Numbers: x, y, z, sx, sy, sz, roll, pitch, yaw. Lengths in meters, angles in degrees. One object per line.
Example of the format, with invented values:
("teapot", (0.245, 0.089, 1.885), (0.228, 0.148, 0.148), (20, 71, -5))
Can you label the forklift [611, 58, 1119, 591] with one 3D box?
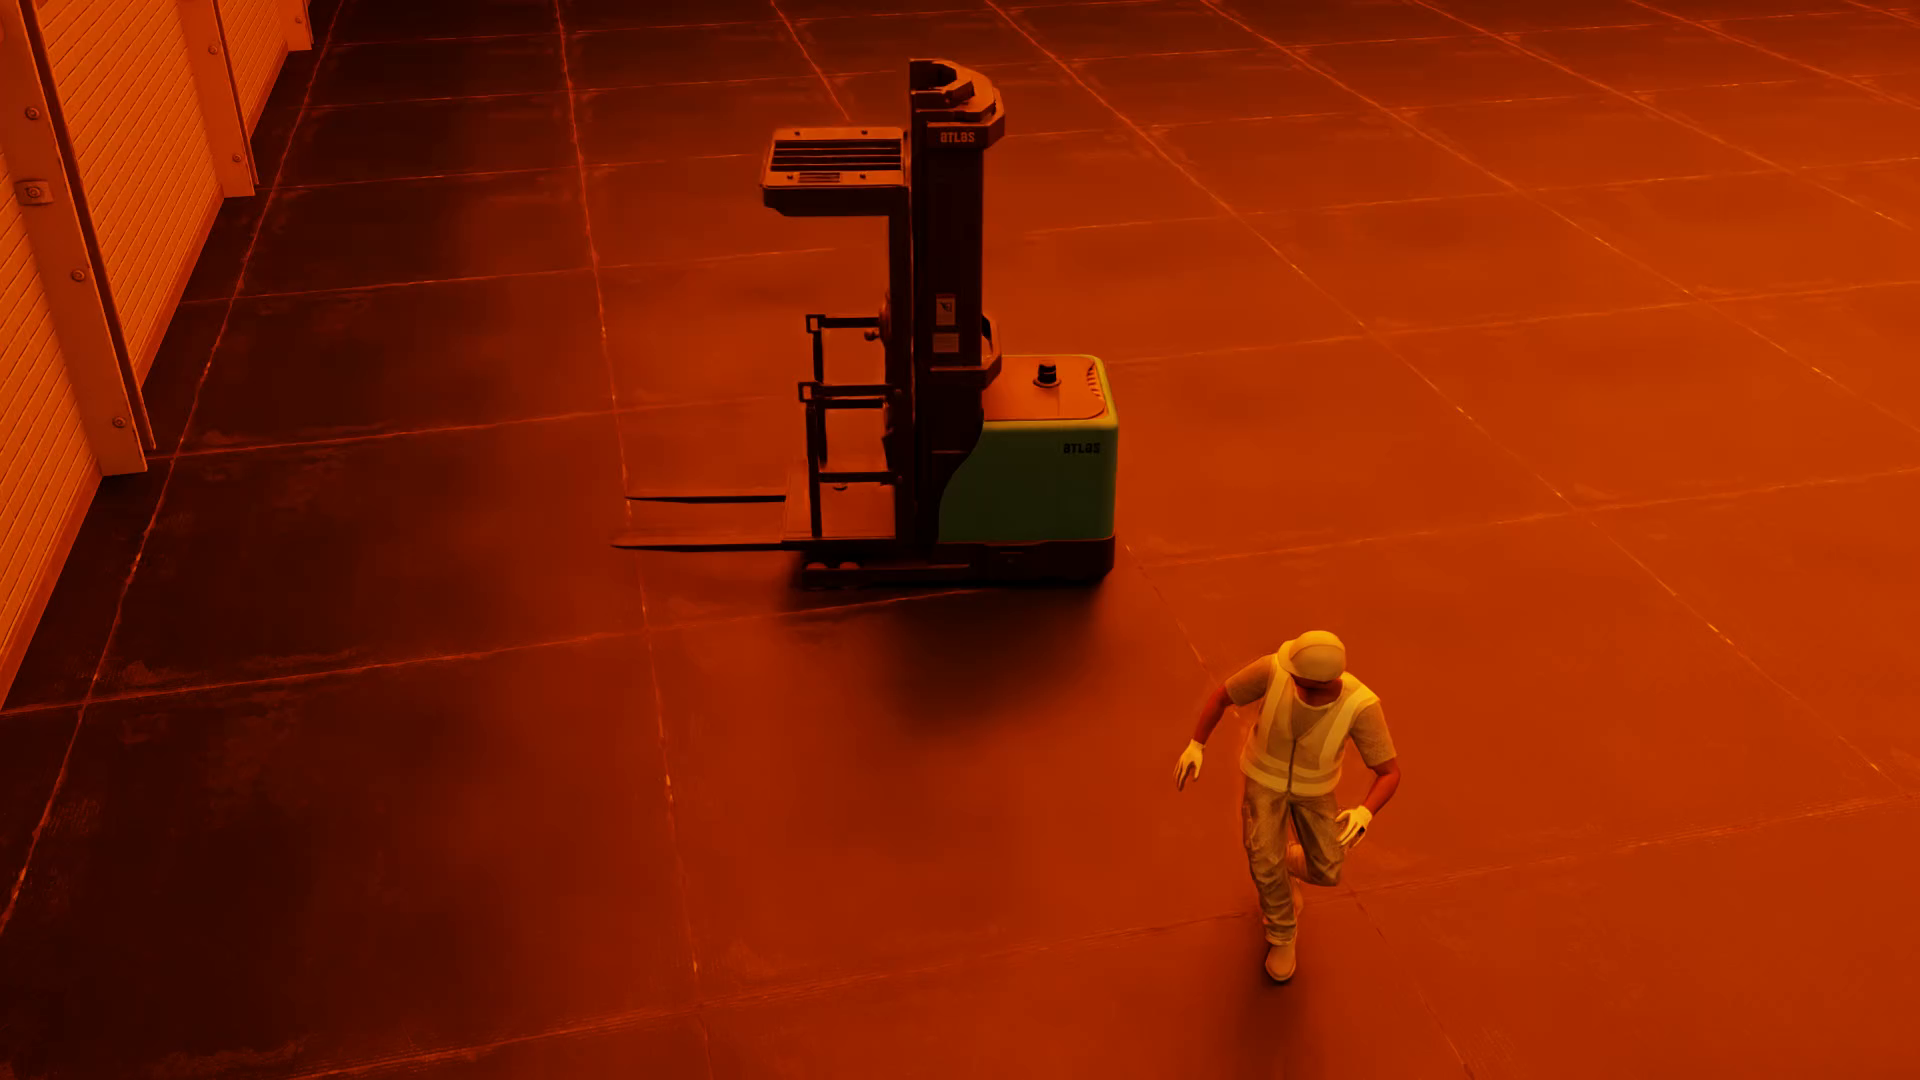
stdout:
("forklift", (-0.599, -1.236, 9.709), (3.031, 2.935, 1.130), (-1, 30, -2))

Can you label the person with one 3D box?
("person", (1.350, 1.086, 6.983), (0.913, 1.643, 0.851), (5, 30, 9))
